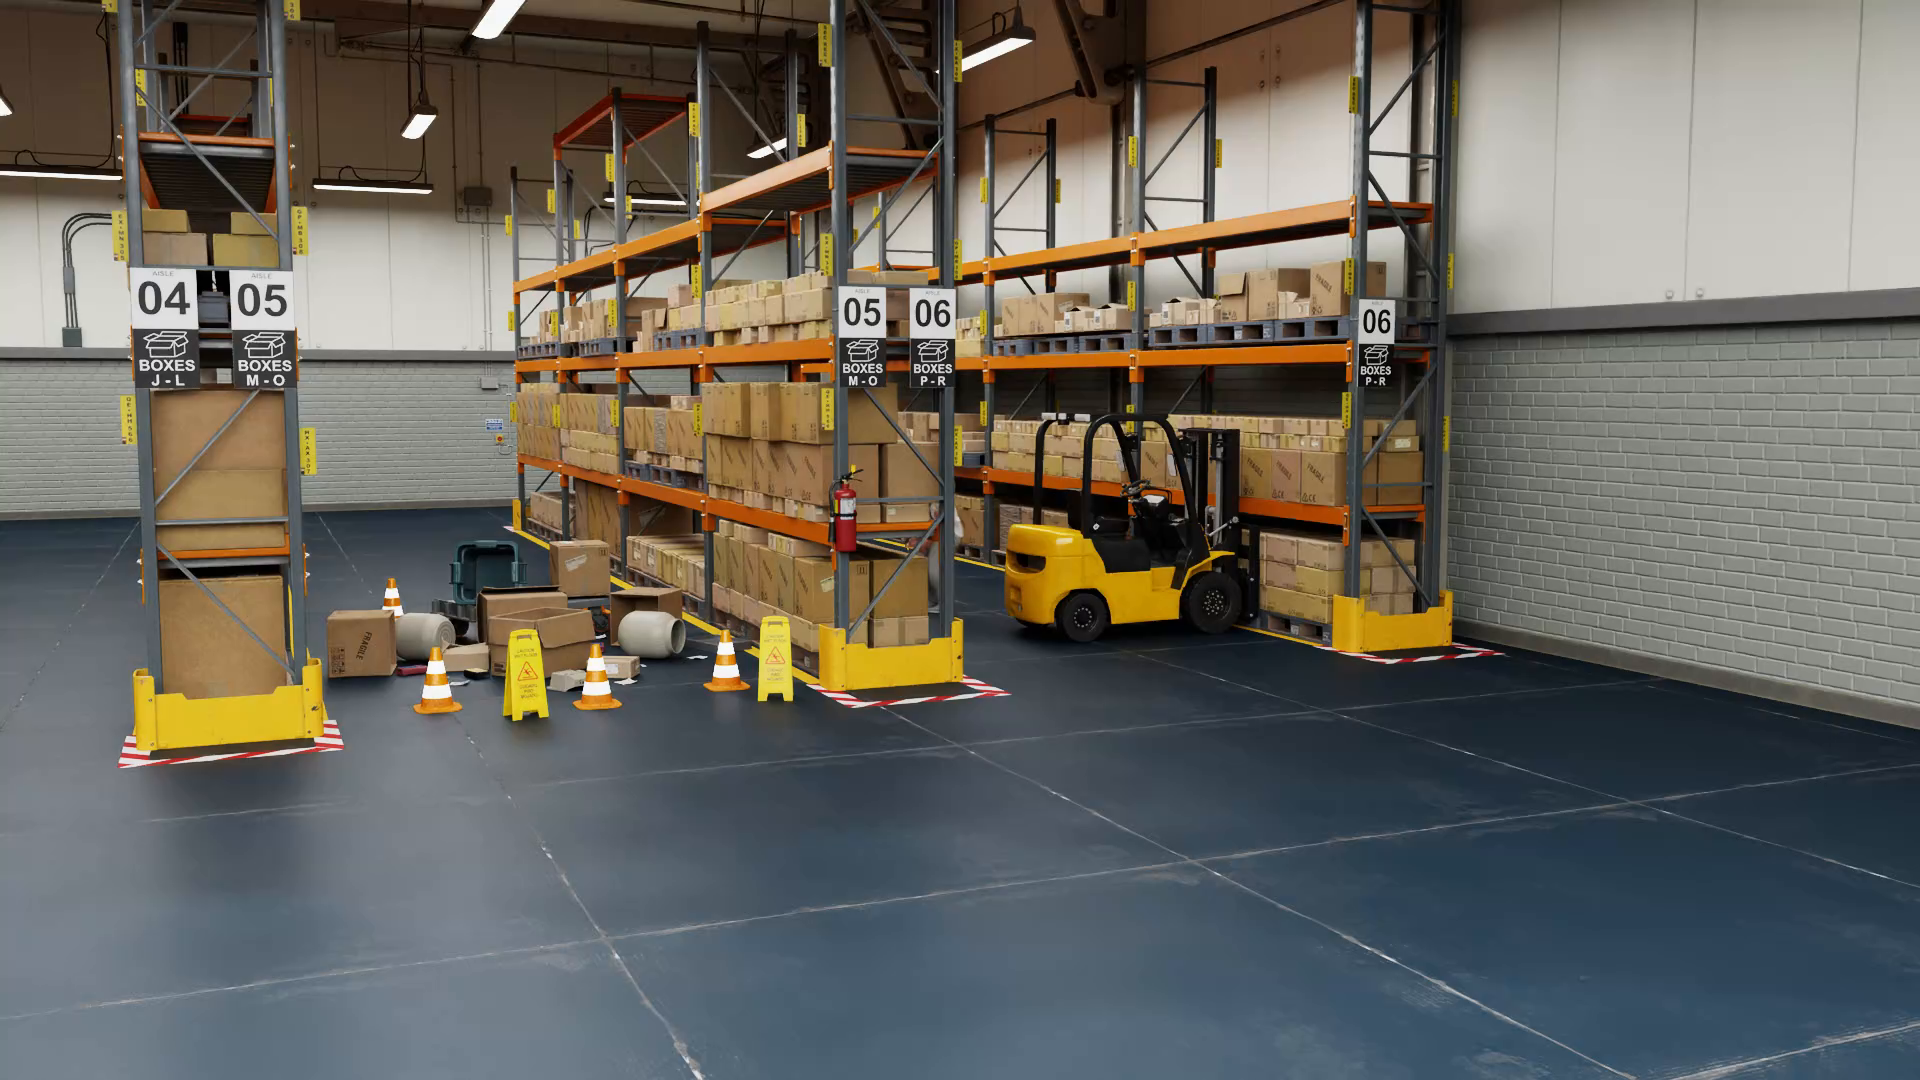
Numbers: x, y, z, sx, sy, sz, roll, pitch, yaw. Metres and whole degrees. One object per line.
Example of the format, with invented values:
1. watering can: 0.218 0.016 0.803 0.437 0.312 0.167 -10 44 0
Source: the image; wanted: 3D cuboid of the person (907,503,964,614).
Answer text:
1. person: -0.288 -0.017 17.822 0.658 1.594 0.581 -2 6 -23
